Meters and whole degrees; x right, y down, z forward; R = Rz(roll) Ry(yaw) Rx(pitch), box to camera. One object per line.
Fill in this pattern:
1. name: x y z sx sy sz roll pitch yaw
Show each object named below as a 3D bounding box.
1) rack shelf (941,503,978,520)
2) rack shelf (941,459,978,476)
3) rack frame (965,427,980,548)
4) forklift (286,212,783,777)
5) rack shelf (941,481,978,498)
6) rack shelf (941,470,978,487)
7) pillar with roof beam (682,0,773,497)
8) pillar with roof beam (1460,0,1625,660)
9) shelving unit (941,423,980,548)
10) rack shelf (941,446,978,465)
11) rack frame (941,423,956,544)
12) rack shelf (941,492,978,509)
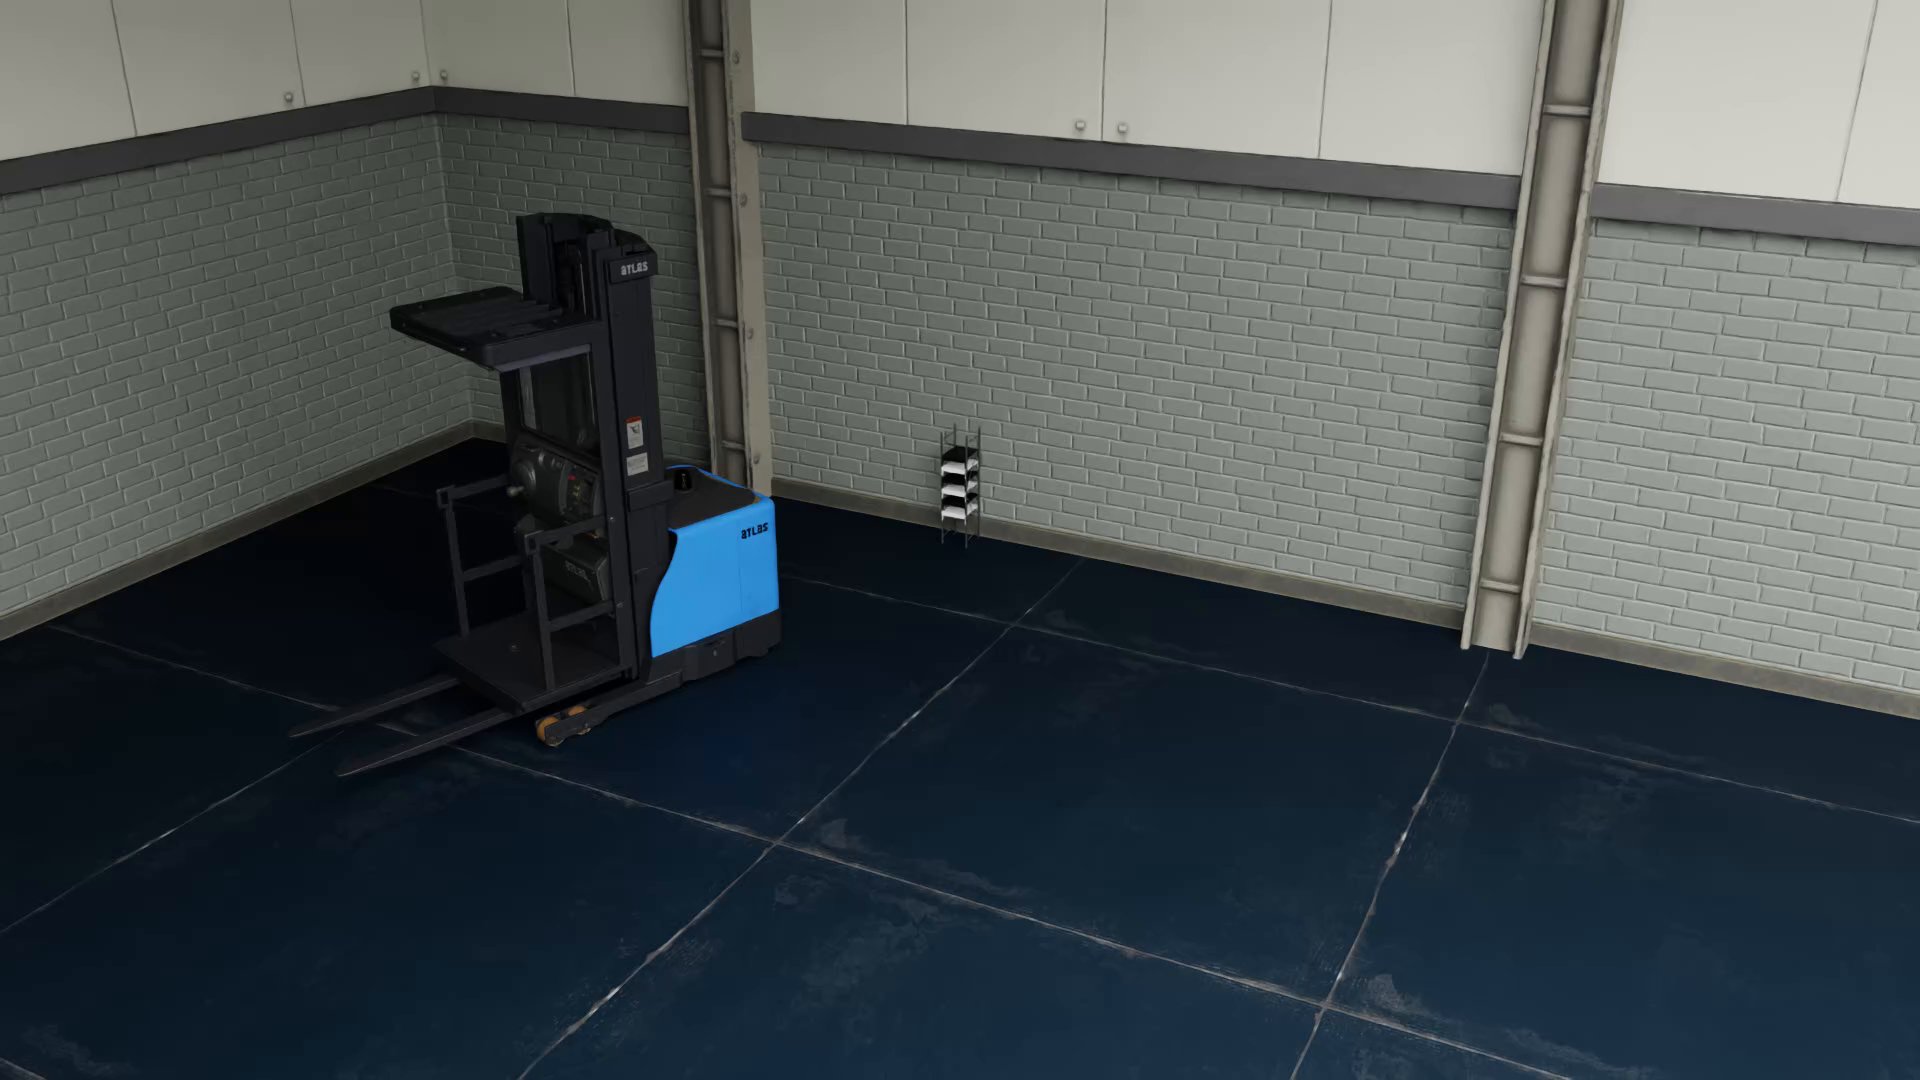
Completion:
1. rack shelf: 0.005 -0.213 12.672 0.200 0.077 0.258 11 25 24
2. rack shelf: 0.004 -0.544 12.530 0.200 0.077 0.258 11 25 24
3. rack frame: 0.096 -0.392 12.547 0.006 0.900 0.240 11 25 24
4. forklift: -2.577 -0.352 9.859 3.031 2.935 1.130 -21 31 -40
5. rack shelf: 0.004 -0.379 12.601 0.200 0.077 0.258 11 25 24
6. rack shelf: 0.004 -0.462 12.566 0.200 0.077 0.258 11 25 24
7. pillar with roof beam: -3.719 -2.998 8.328 0.400 9.000 9.100 11 25 25
8. pillar with roof beam: 1.636 -1.939 5.836 0.400 9.000 9.100 11 25 25
9. shelving unit: 0.004 -0.409 12.588 0.210 0.900 0.258 11 25 24
10. rack shelf: 0.004 -0.627 12.495 0.200 0.077 0.258 11 25 24
11. rack frame: -0.087 -0.427 12.629 0.006 0.900 0.240 11 25 24
12. rack shelf: 0.004 -0.296 12.637 0.200 0.077 0.258 11 25 24
